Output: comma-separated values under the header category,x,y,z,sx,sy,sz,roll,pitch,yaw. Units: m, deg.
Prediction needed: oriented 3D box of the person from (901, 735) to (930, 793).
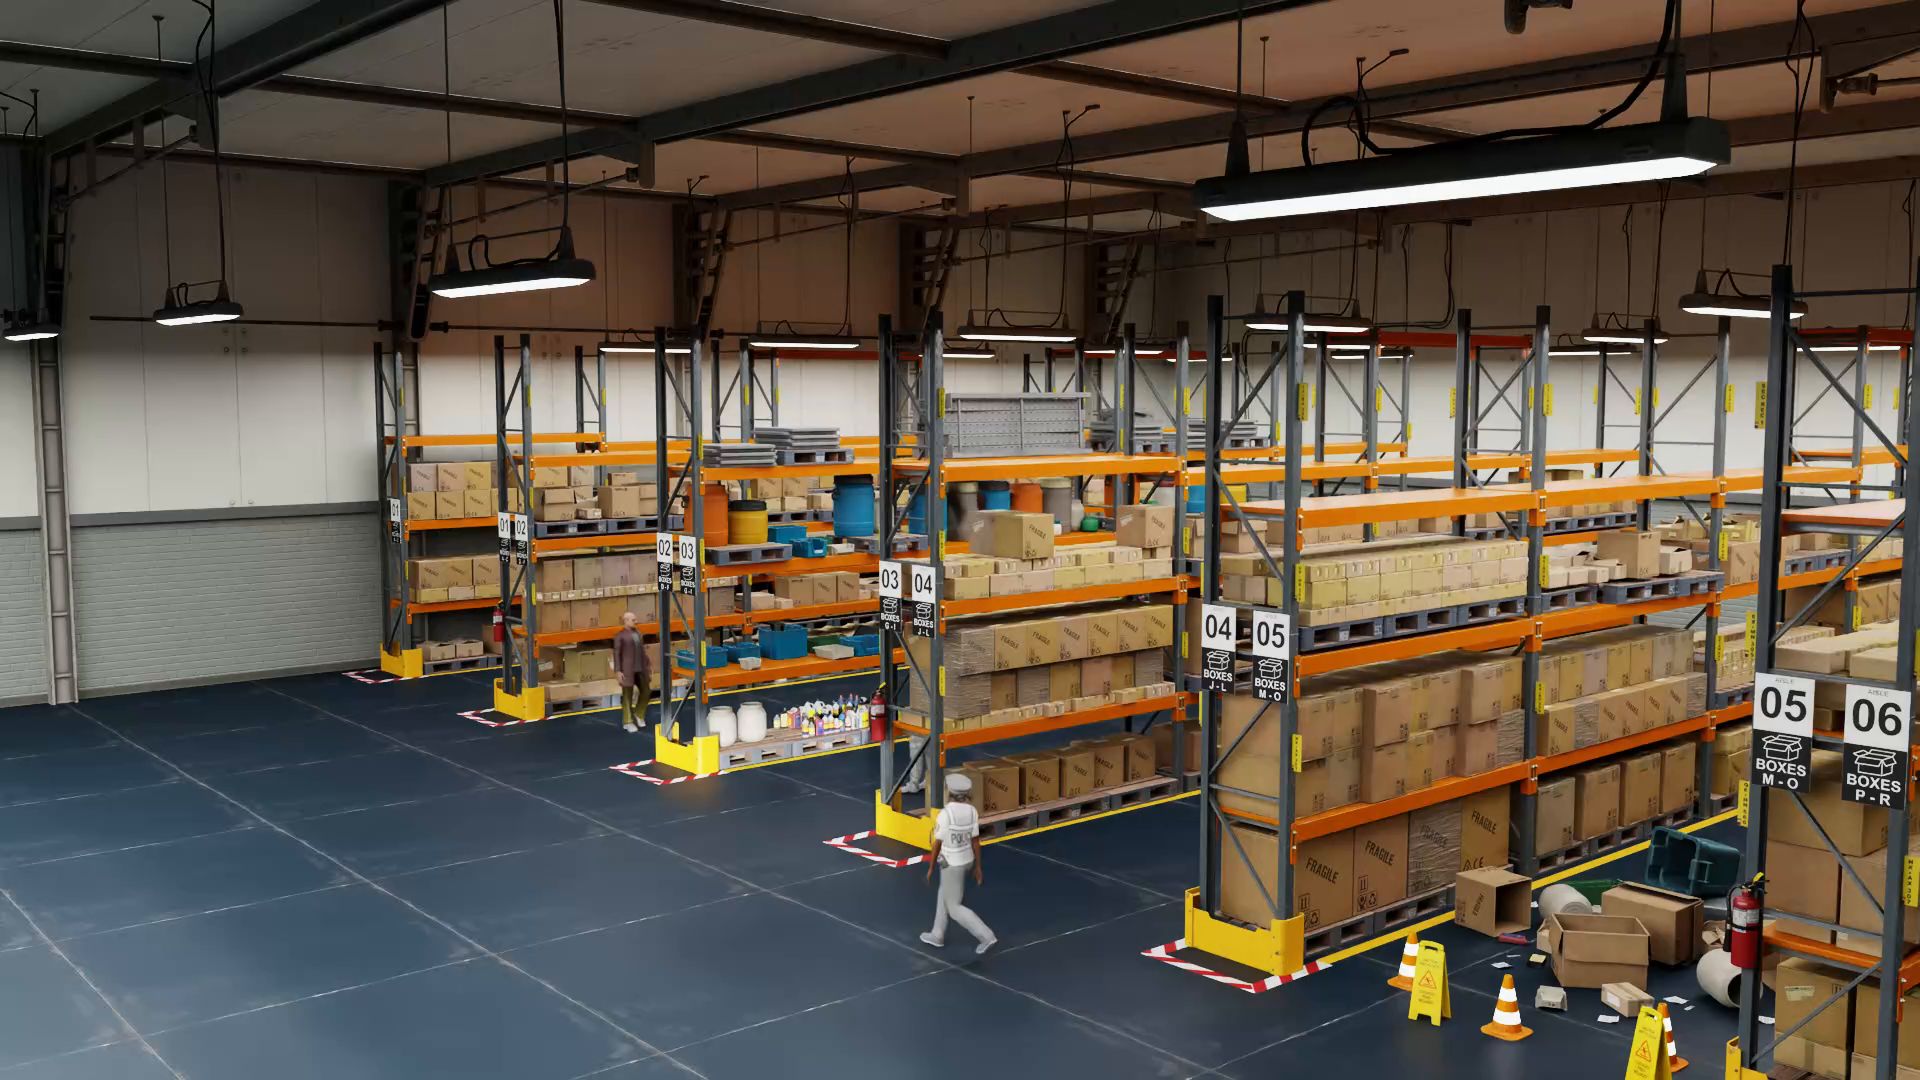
category,x,y,z,sx,sy,sz,roll,pitch,yaw
person,-0.461,2.299,21.376,0.336,1.727,0.622,3,6,30

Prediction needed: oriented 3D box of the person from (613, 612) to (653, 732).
category,x,y,z,sx,sy,sz,roll,pitch,yaw
person,-4.980,1.992,25.264,0.659,1.797,0.576,-5,7,-44

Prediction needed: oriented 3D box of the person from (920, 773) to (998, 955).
category,x,y,z,sx,sy,sz,roll,pitch,yaw
person,-0.026,2.957,15.166,0.926,1.656,0.431,3,6,27
